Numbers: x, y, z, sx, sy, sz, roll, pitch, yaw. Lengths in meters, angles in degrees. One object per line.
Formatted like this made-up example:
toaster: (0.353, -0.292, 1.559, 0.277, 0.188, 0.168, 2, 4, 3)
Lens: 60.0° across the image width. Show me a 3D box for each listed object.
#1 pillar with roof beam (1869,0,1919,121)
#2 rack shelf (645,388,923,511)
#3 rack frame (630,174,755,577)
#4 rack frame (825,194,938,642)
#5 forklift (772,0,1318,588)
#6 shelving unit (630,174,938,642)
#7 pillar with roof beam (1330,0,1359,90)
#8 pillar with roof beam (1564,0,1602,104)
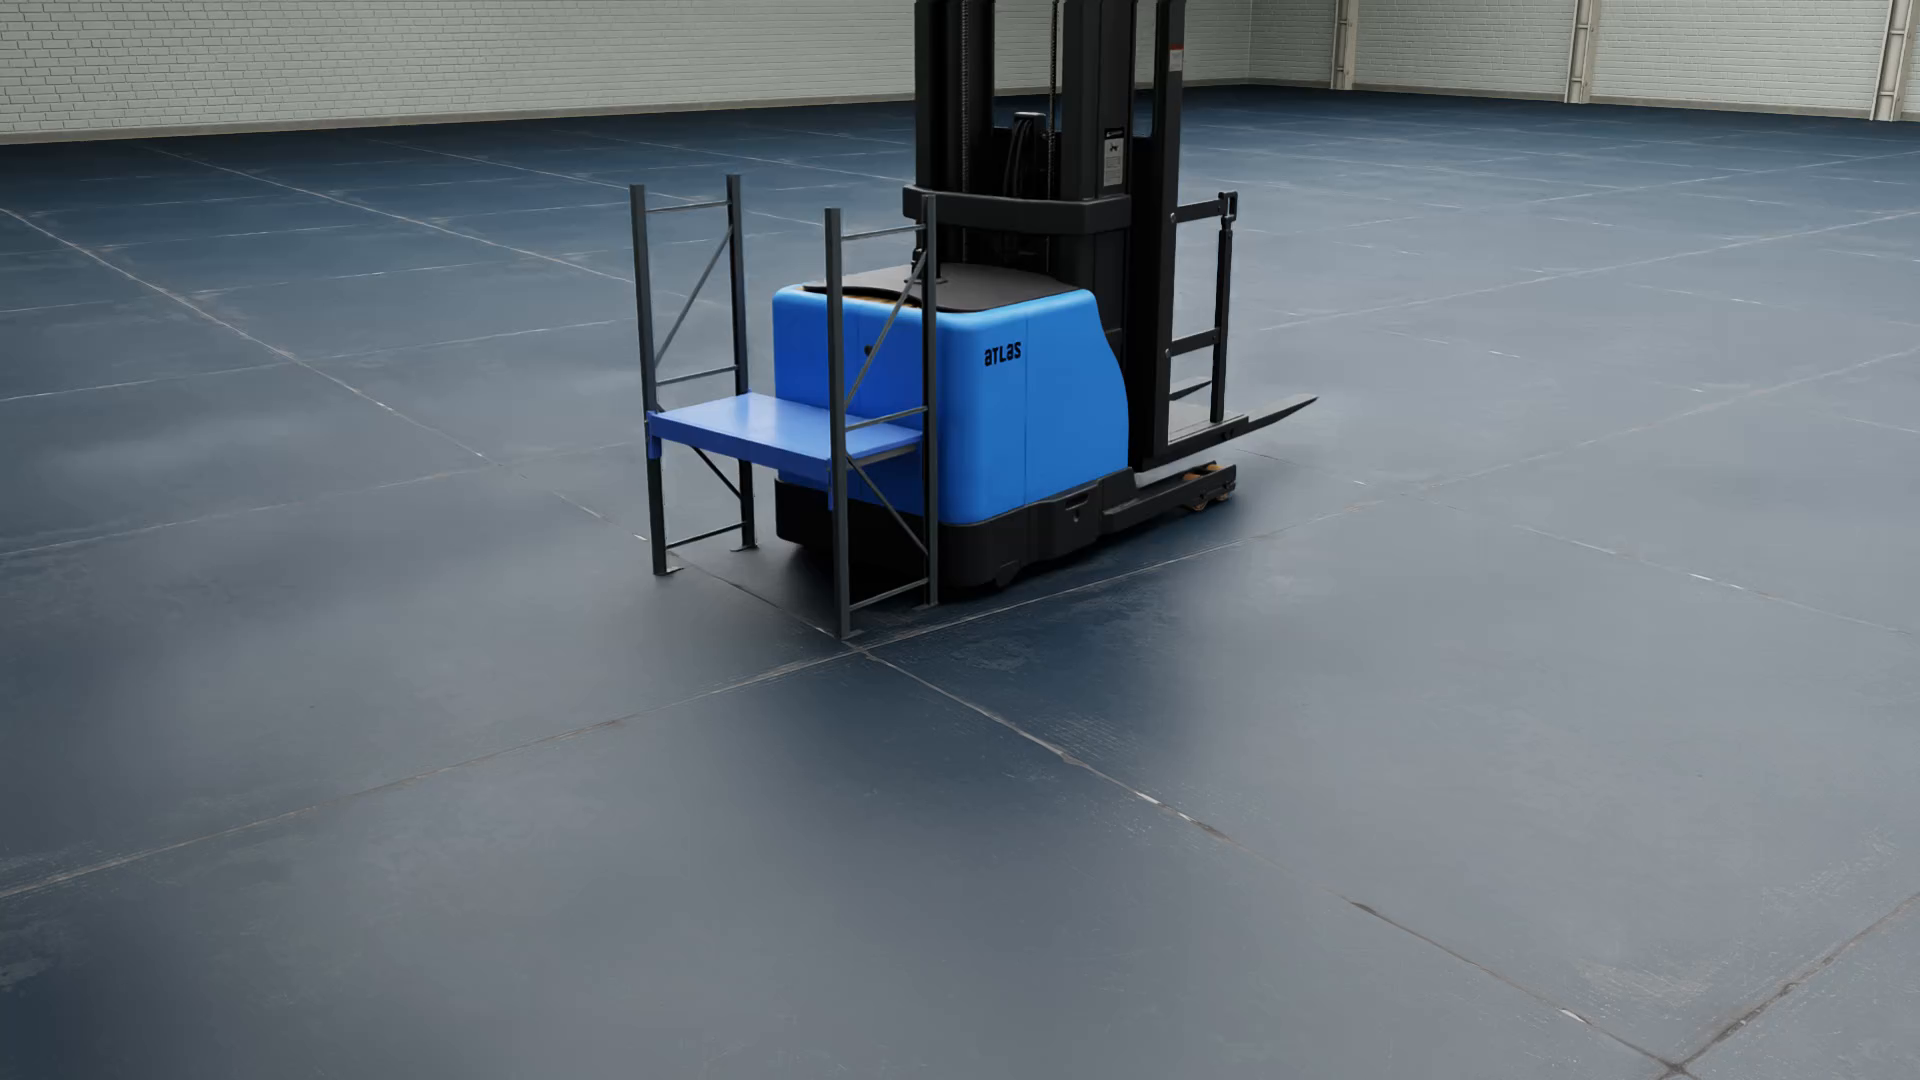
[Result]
pillar with roof beam: (12.789, -10.769, 25.110, 9.100, 9.000, 0.400, -14, 23, -36)
rack shelf: (-0.639, -0.353, 6.155, 1.000, 0.185, 0.538, 16, 24, 39)
rack frame: (-1.018, -0.630, 6.420, 0.032, 1.500, 0.500, 16, 24, 39)
rack frame: (-0.260, -0.417, 5.776, 0.032, 1.500, 0.500, 16, 24, 39)
forklift: (0.583, -1.606, 7.091, 1.130, 2.935, 3.031, 15, 23, 37)
shelving unit: (-0.639, -0.523, 6.098, 1.048, 1.500, 0.538, 16, 24, 39)
pillar with roof beam: (5.338, -13.726, 34.040, 9.100, 9.000, 0.400, -14, 23, -36)
pillar with roof beam: (9.064, -12.247, 29.575, 9.100, 9.000, 0.400, -14, 23, -36)
